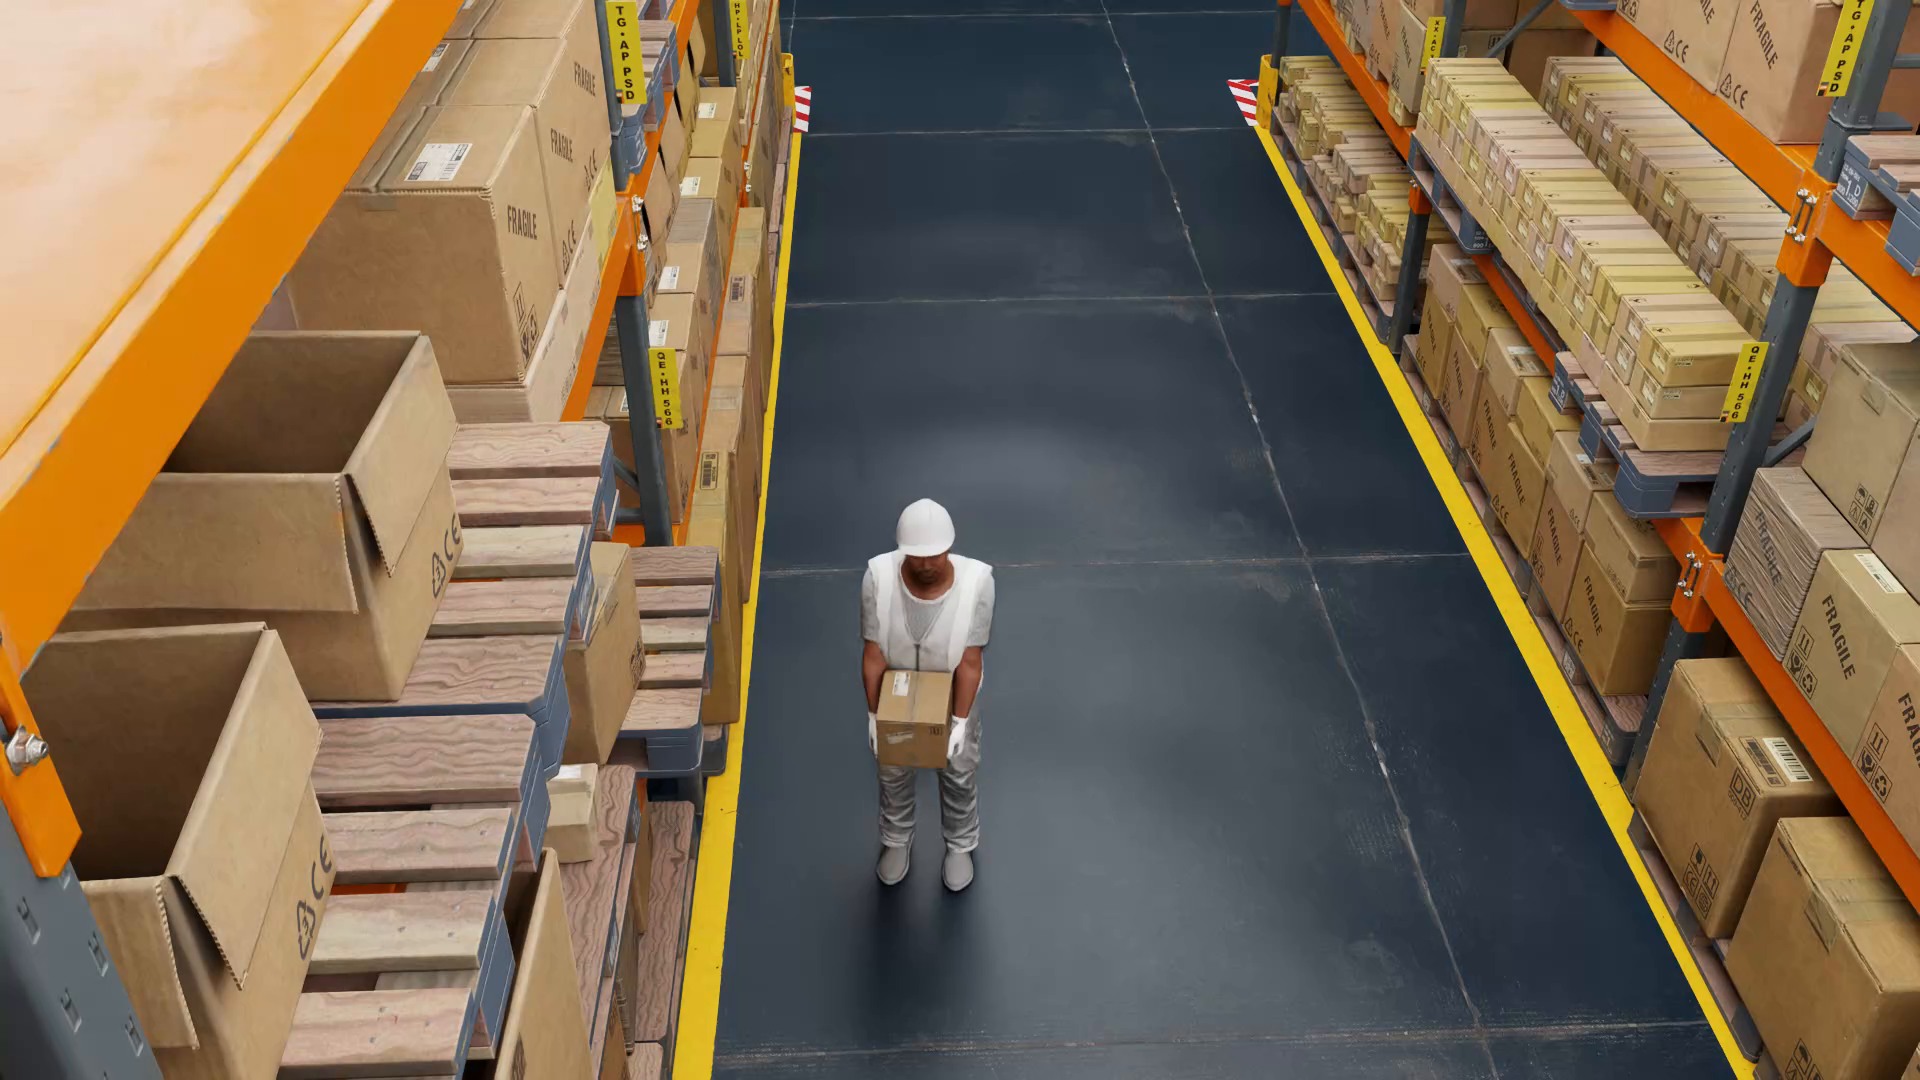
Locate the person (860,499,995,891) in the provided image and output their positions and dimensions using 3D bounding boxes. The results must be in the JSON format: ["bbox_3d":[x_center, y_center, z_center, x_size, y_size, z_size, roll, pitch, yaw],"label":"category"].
[{"bbox_3d":[-0.128,0.636,6.271,0.491,1.778,0.587,4,35,5],"label":"person"}]
